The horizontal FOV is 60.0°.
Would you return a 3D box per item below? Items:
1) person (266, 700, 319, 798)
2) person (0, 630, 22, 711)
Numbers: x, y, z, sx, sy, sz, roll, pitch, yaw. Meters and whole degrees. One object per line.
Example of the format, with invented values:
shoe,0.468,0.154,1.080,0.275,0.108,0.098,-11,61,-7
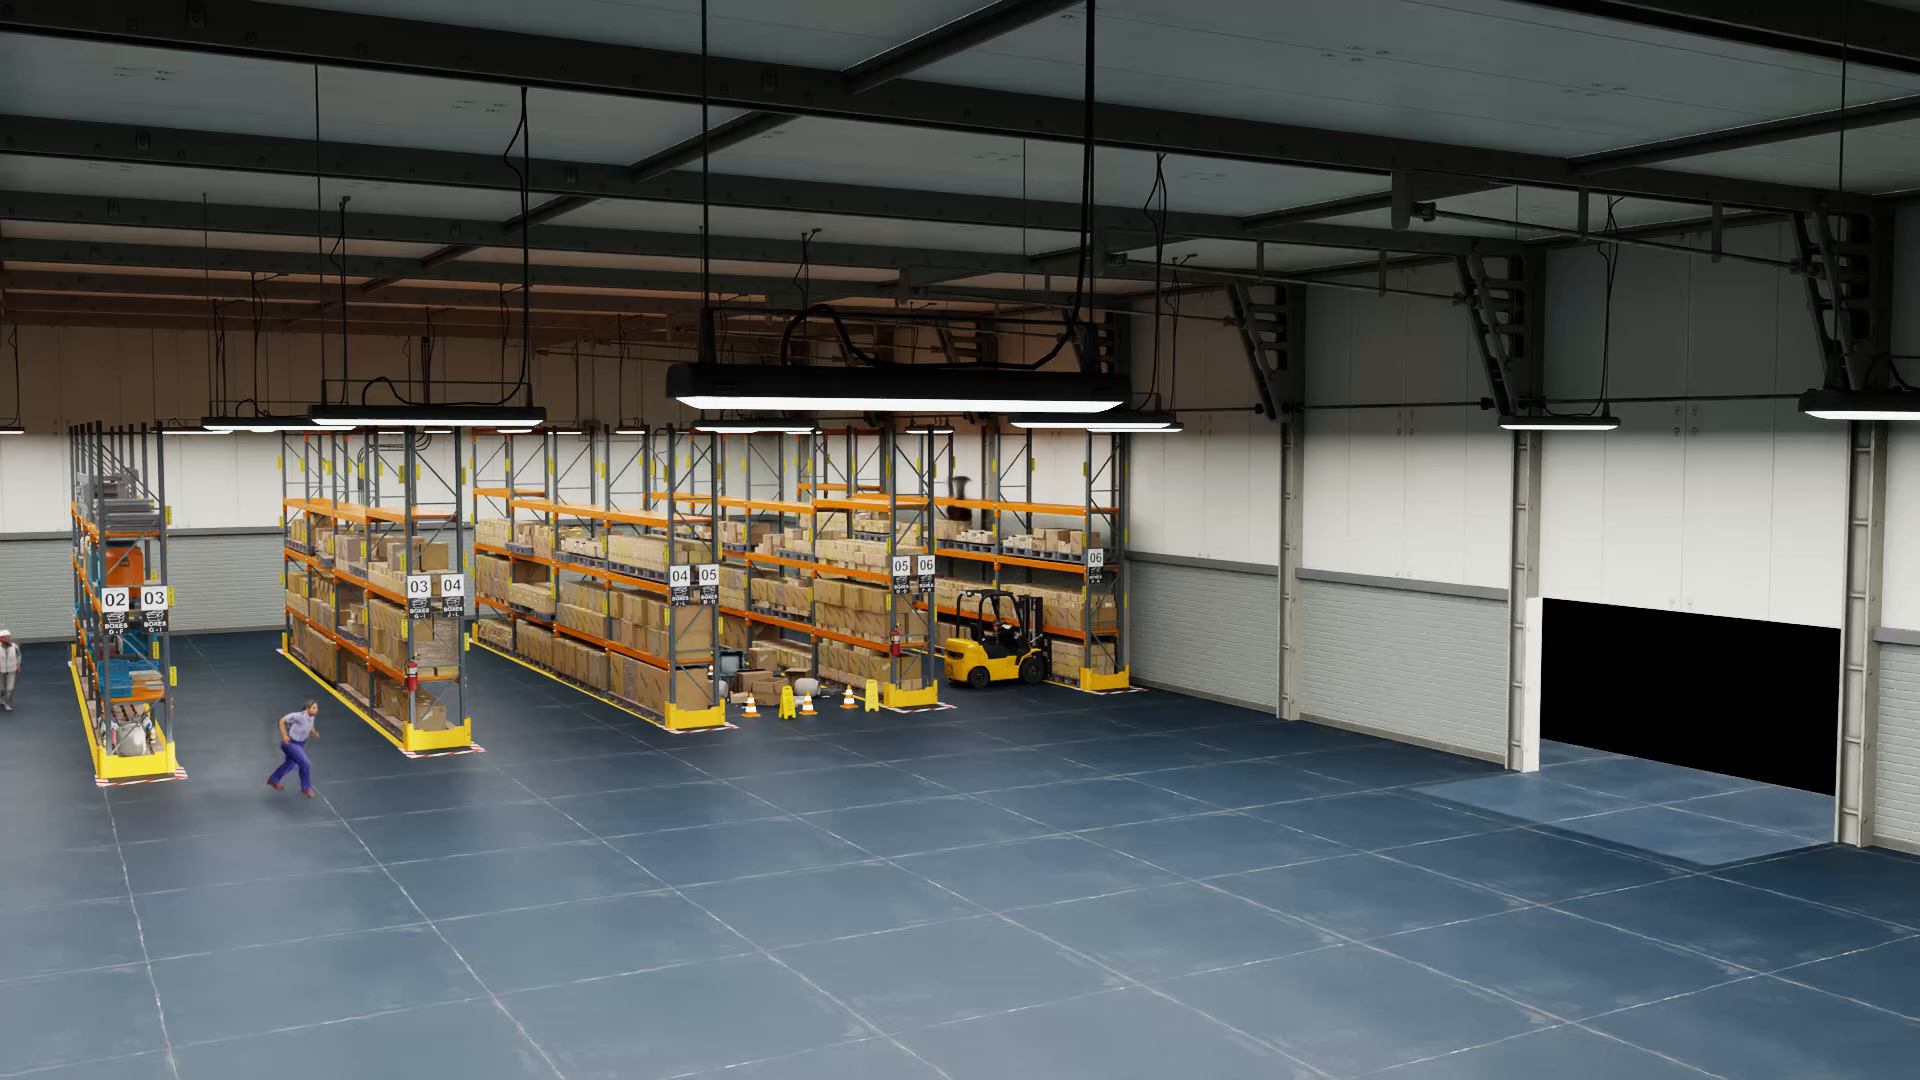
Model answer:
person,-10.639,3.342,26.477,0.914,1.600,0.651,1,4,13
person,-20.030,2.721,34.872,0.659,1.708,0.628,-3,4,-37
